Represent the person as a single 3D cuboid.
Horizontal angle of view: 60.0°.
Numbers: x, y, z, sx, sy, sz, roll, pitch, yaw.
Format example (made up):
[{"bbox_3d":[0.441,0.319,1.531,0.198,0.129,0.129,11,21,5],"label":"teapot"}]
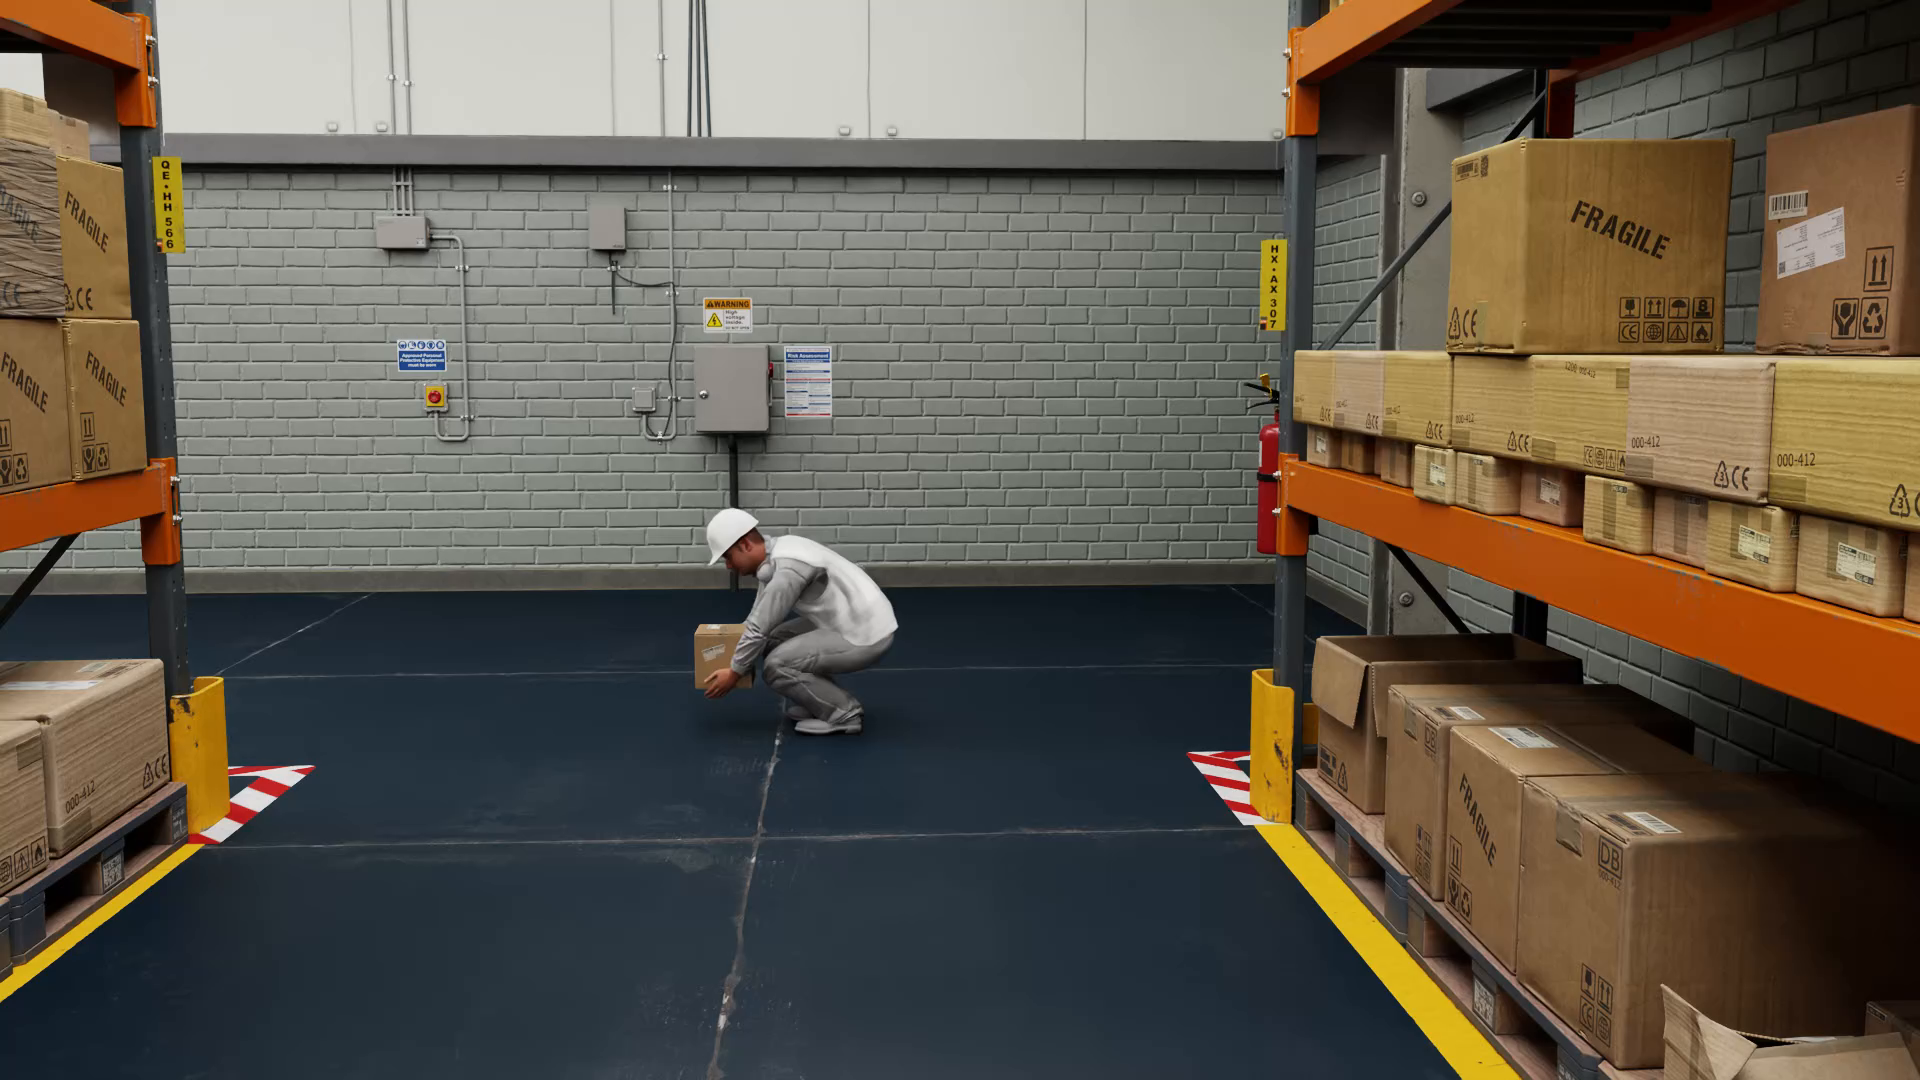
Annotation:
[{"bbox_3d":[-0.713,0.352,7.459,0.867,1.006,0.532,0,7,-4],"label":"person"}]
